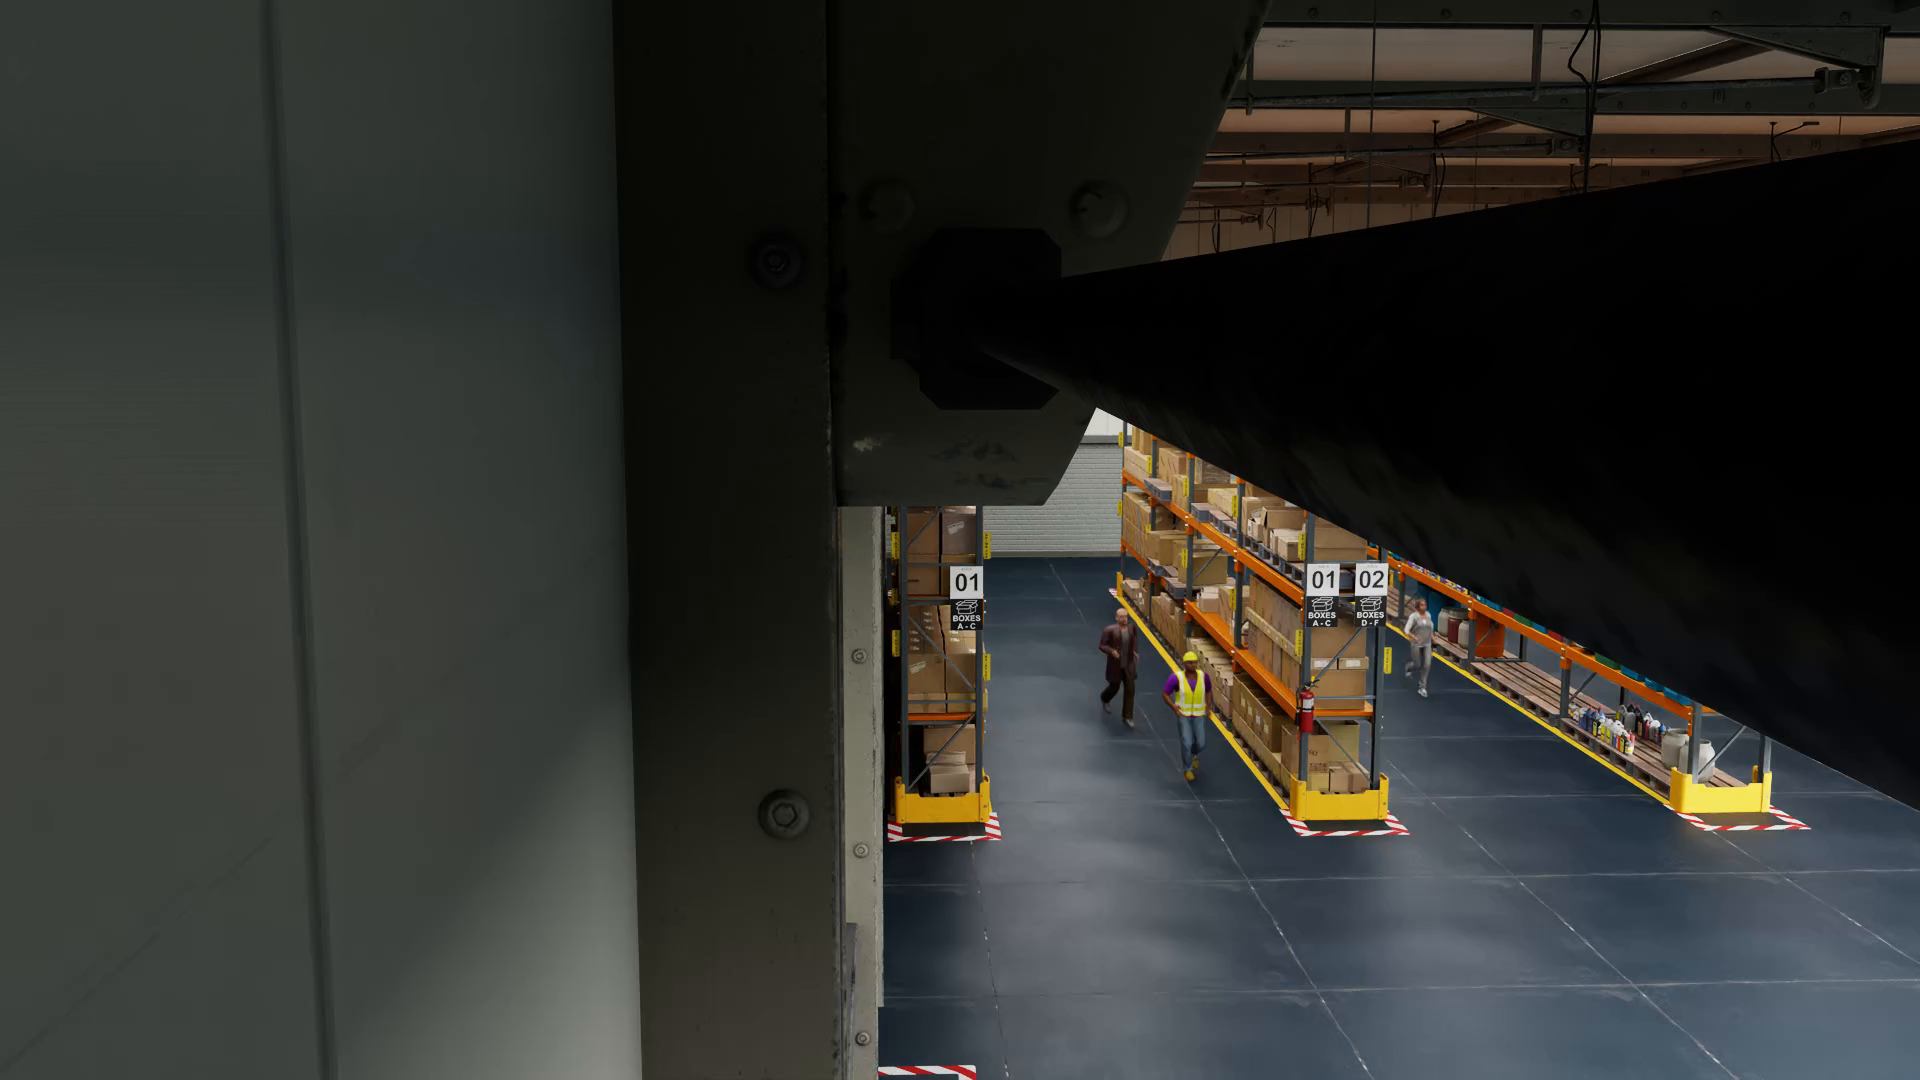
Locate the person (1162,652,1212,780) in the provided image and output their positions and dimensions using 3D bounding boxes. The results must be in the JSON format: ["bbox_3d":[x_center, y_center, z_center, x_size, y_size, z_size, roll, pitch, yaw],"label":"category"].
[{"bbox_3d":[3.068,2.345,22.346,0.706,1.728,0.575,-1,8,-6],"label":"person"}]

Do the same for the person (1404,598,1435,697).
[{"bbox_3d":[7.548,1.733,27.314,0.547,1.584,0.759,-1,8,-8],"label":"person"}]

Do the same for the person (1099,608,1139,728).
[{"bbox_3d":[2.427,1.897,25.328,0.689,1.772,1.034,-2,8,-15],"label":"person"}]
